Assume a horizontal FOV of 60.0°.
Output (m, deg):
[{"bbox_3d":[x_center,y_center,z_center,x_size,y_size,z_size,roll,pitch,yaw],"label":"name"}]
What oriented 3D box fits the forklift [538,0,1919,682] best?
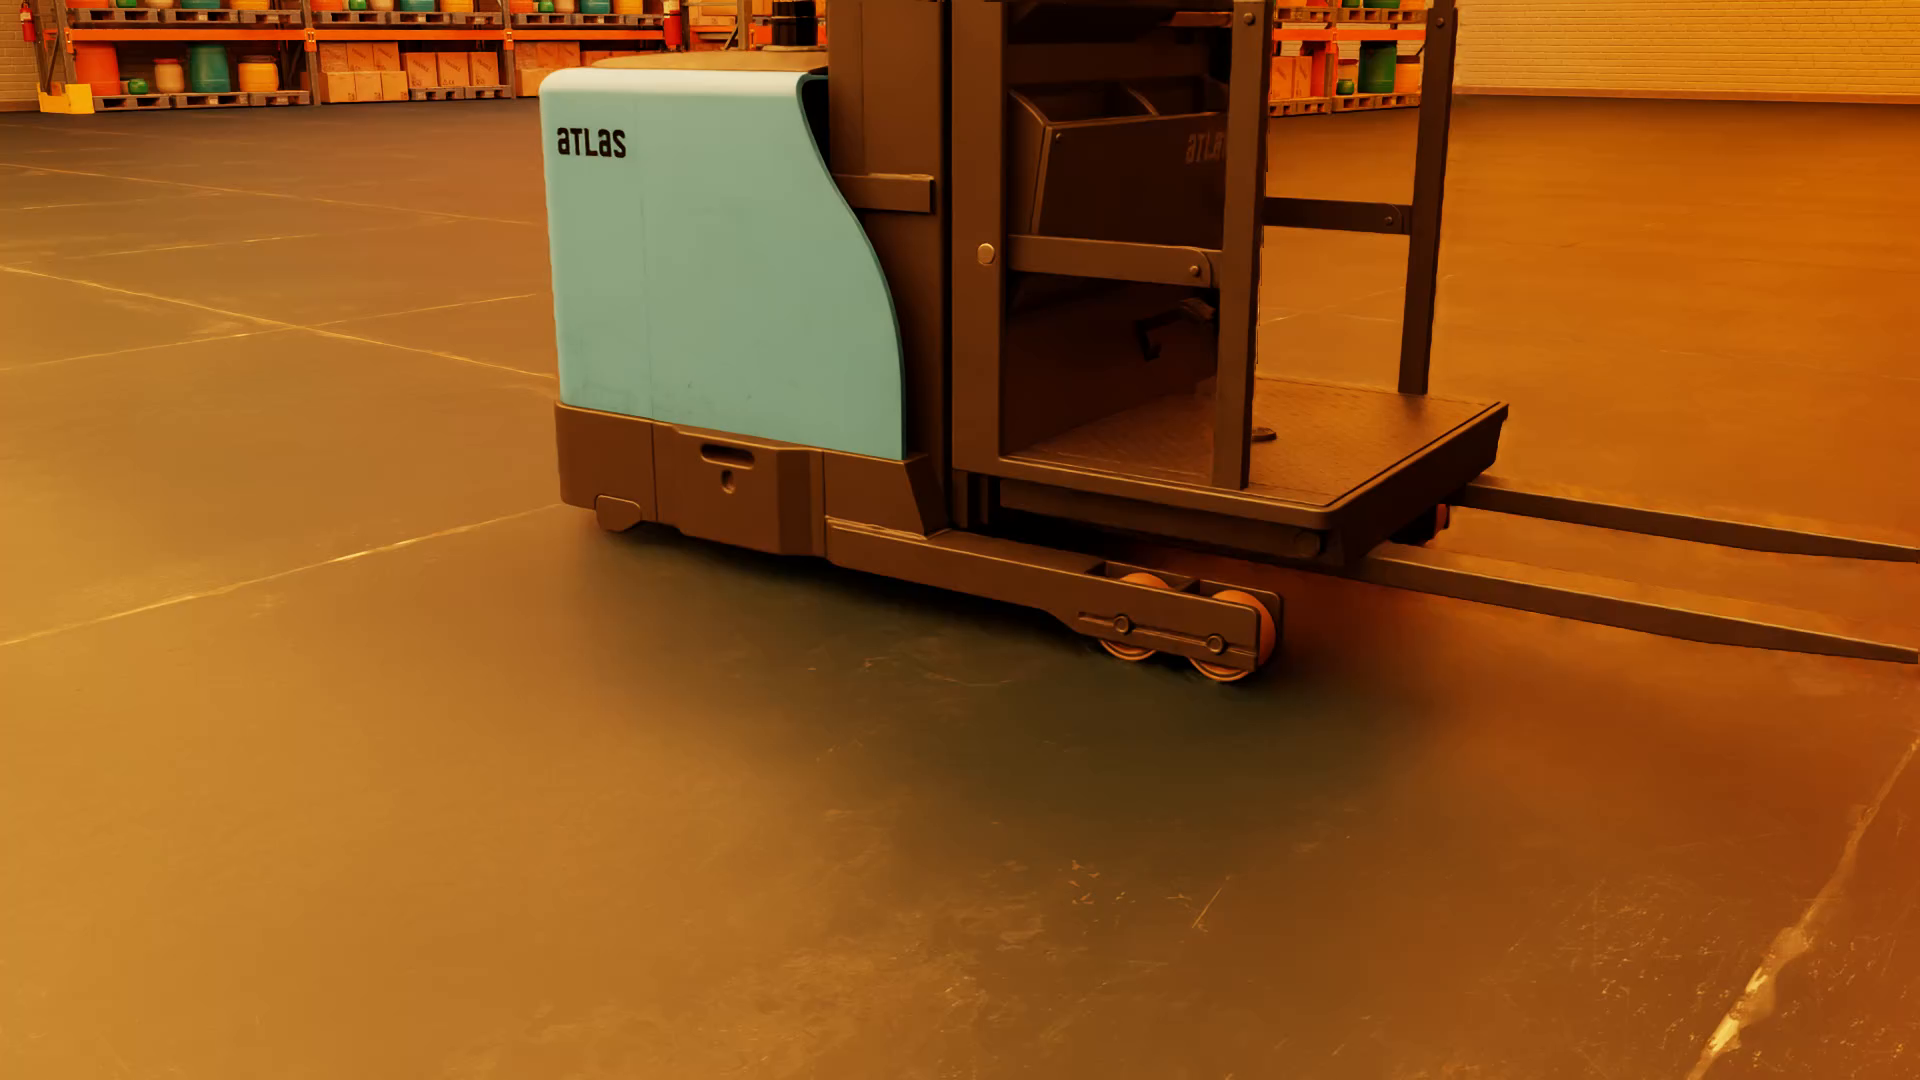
[{"bbox_3d":[0.541,-1.316,3.231,3.031,2.935,1.130,11,20,32],"label":"forklift"}]
